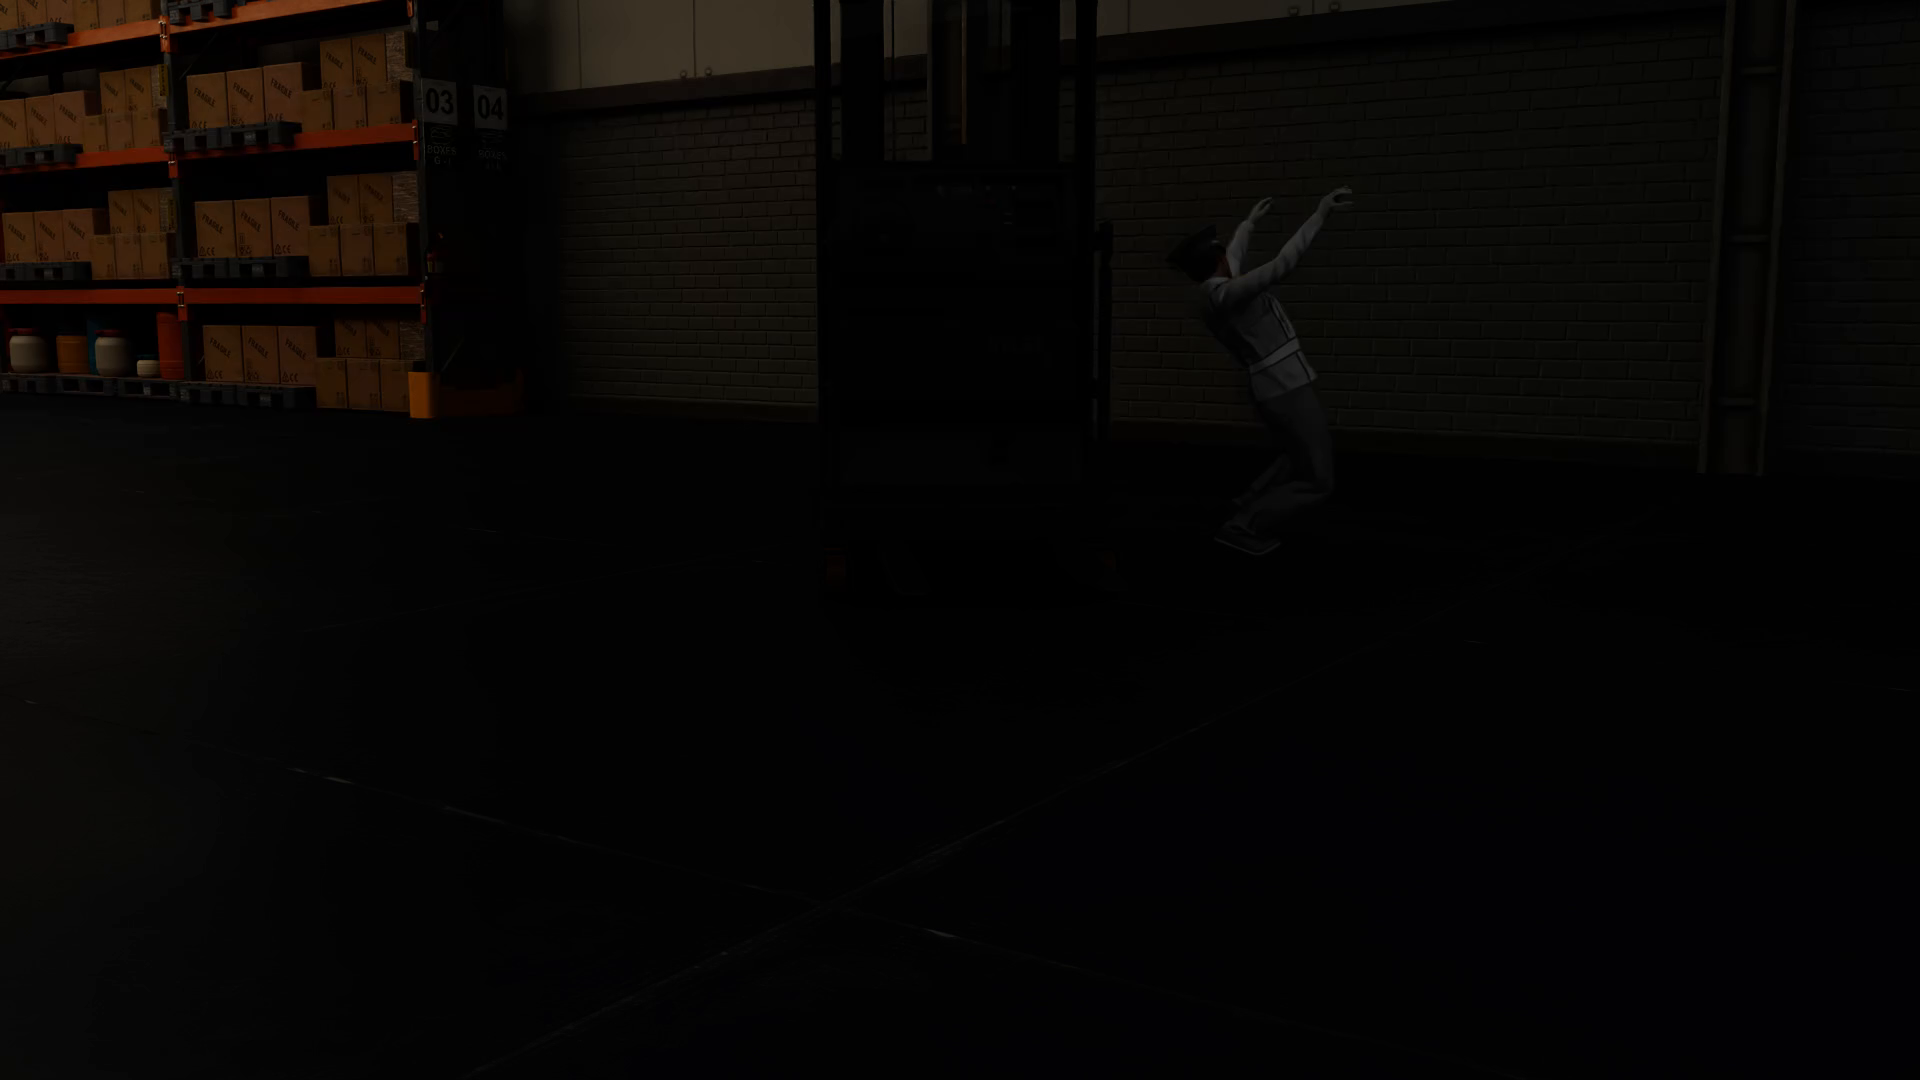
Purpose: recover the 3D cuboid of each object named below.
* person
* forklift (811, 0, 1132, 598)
[{"bbox_3d":[1.232,-0.684,6.993,0.759,1.536,0.881,0,8,2],"label":"person"},{"bbox_3d":[0.010,-1.286,6.236,1.130,2.935,3.031,-1,8,-6],"label":"forklift"}]
